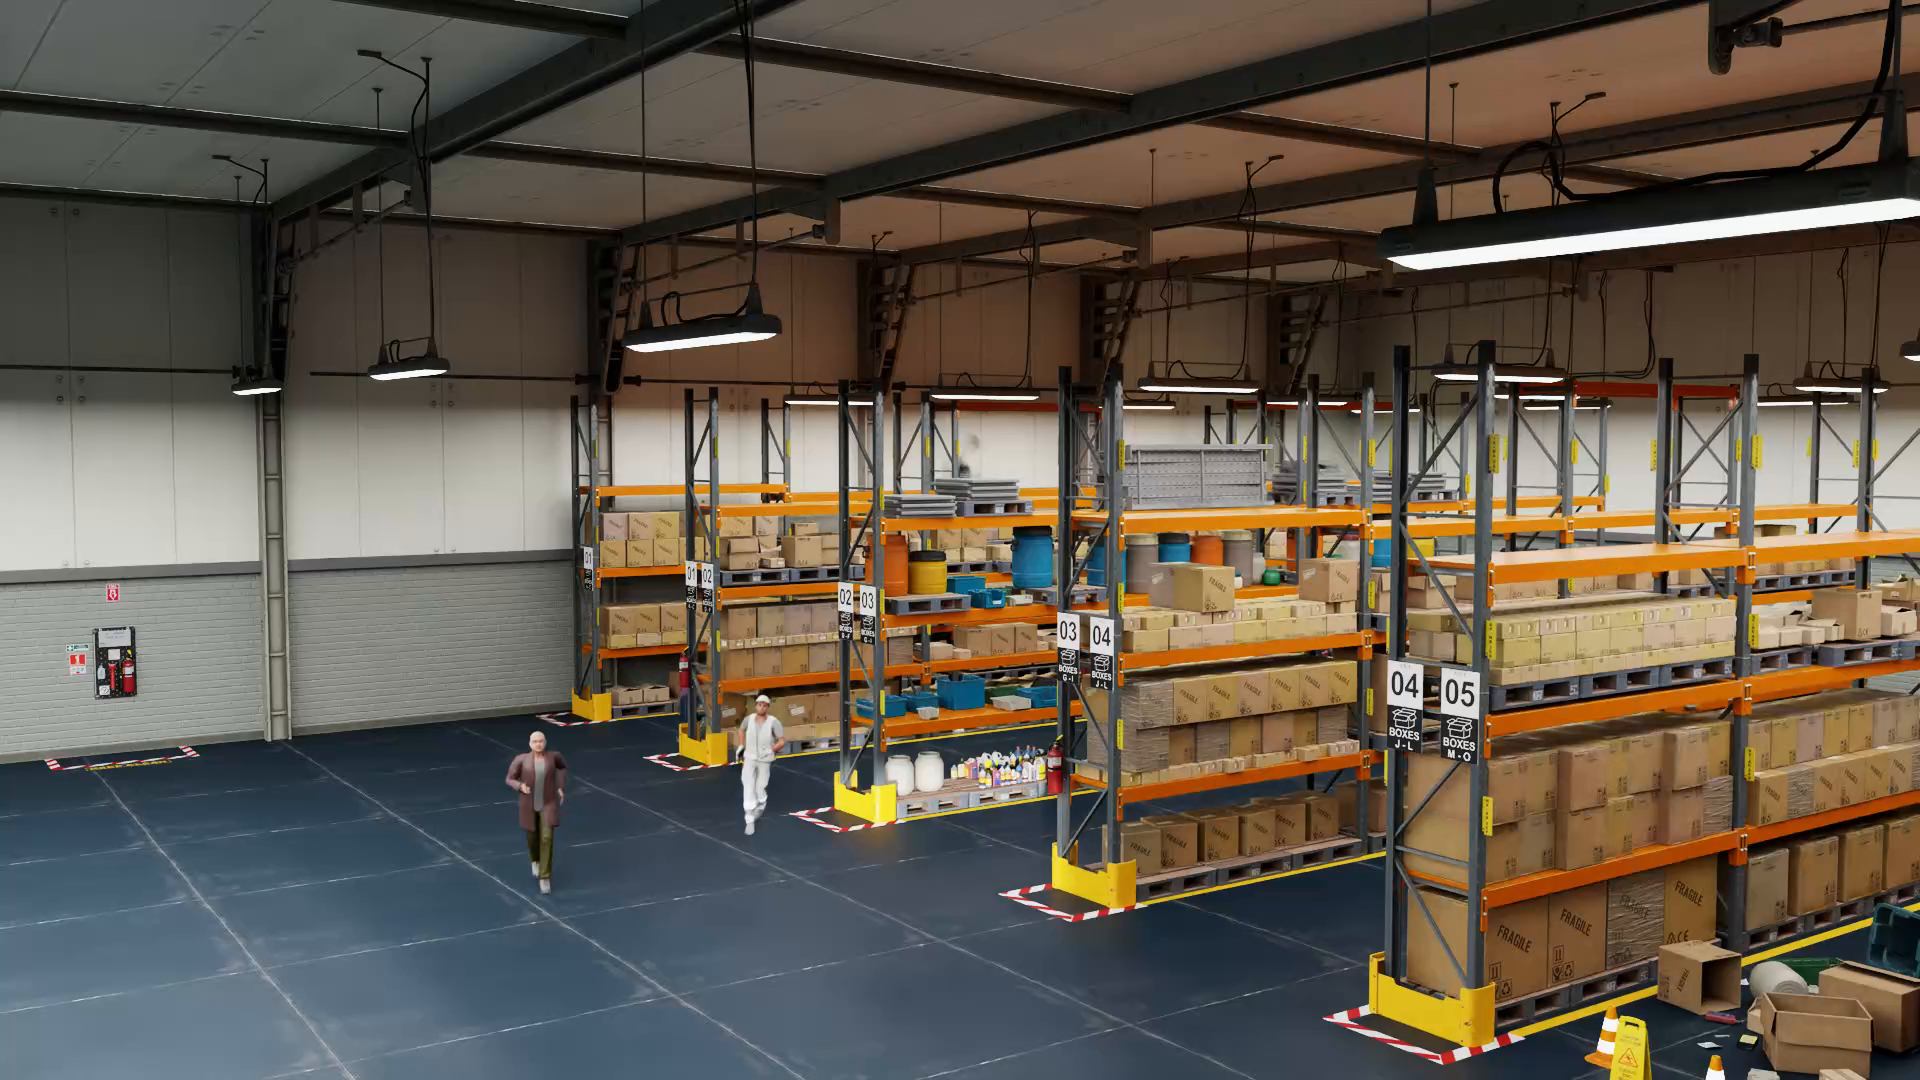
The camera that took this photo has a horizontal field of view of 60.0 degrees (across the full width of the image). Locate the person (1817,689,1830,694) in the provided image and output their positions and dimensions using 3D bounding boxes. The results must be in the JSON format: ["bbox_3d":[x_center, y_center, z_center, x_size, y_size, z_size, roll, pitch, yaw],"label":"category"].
[{"bbox_3d":[12.339,2.921,23.725,0.854,1.596,0.522,-3,4,-36],"label":"person"}]

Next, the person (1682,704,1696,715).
[{"bbox_3d":[9.858,2.981,22.538,0.652,1.651,0.582,-2,4,-32],"label":"person"}]

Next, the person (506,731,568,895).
[{"bbox_3d":[-4.884,3.095,19.213,0.699,1.784,1.059,-1,4,-14],"label":"person"}]

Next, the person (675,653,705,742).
[{"bbox_3d":[-4.577,2.678,28.638,0.571,1.584,0.660,3,5,41],"label":"person"}]

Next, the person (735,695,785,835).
[{"bbox_3d":[-2.659,2.939,22.095,0.671,1.769,0.956,0,3,2],"label":"person"}]
